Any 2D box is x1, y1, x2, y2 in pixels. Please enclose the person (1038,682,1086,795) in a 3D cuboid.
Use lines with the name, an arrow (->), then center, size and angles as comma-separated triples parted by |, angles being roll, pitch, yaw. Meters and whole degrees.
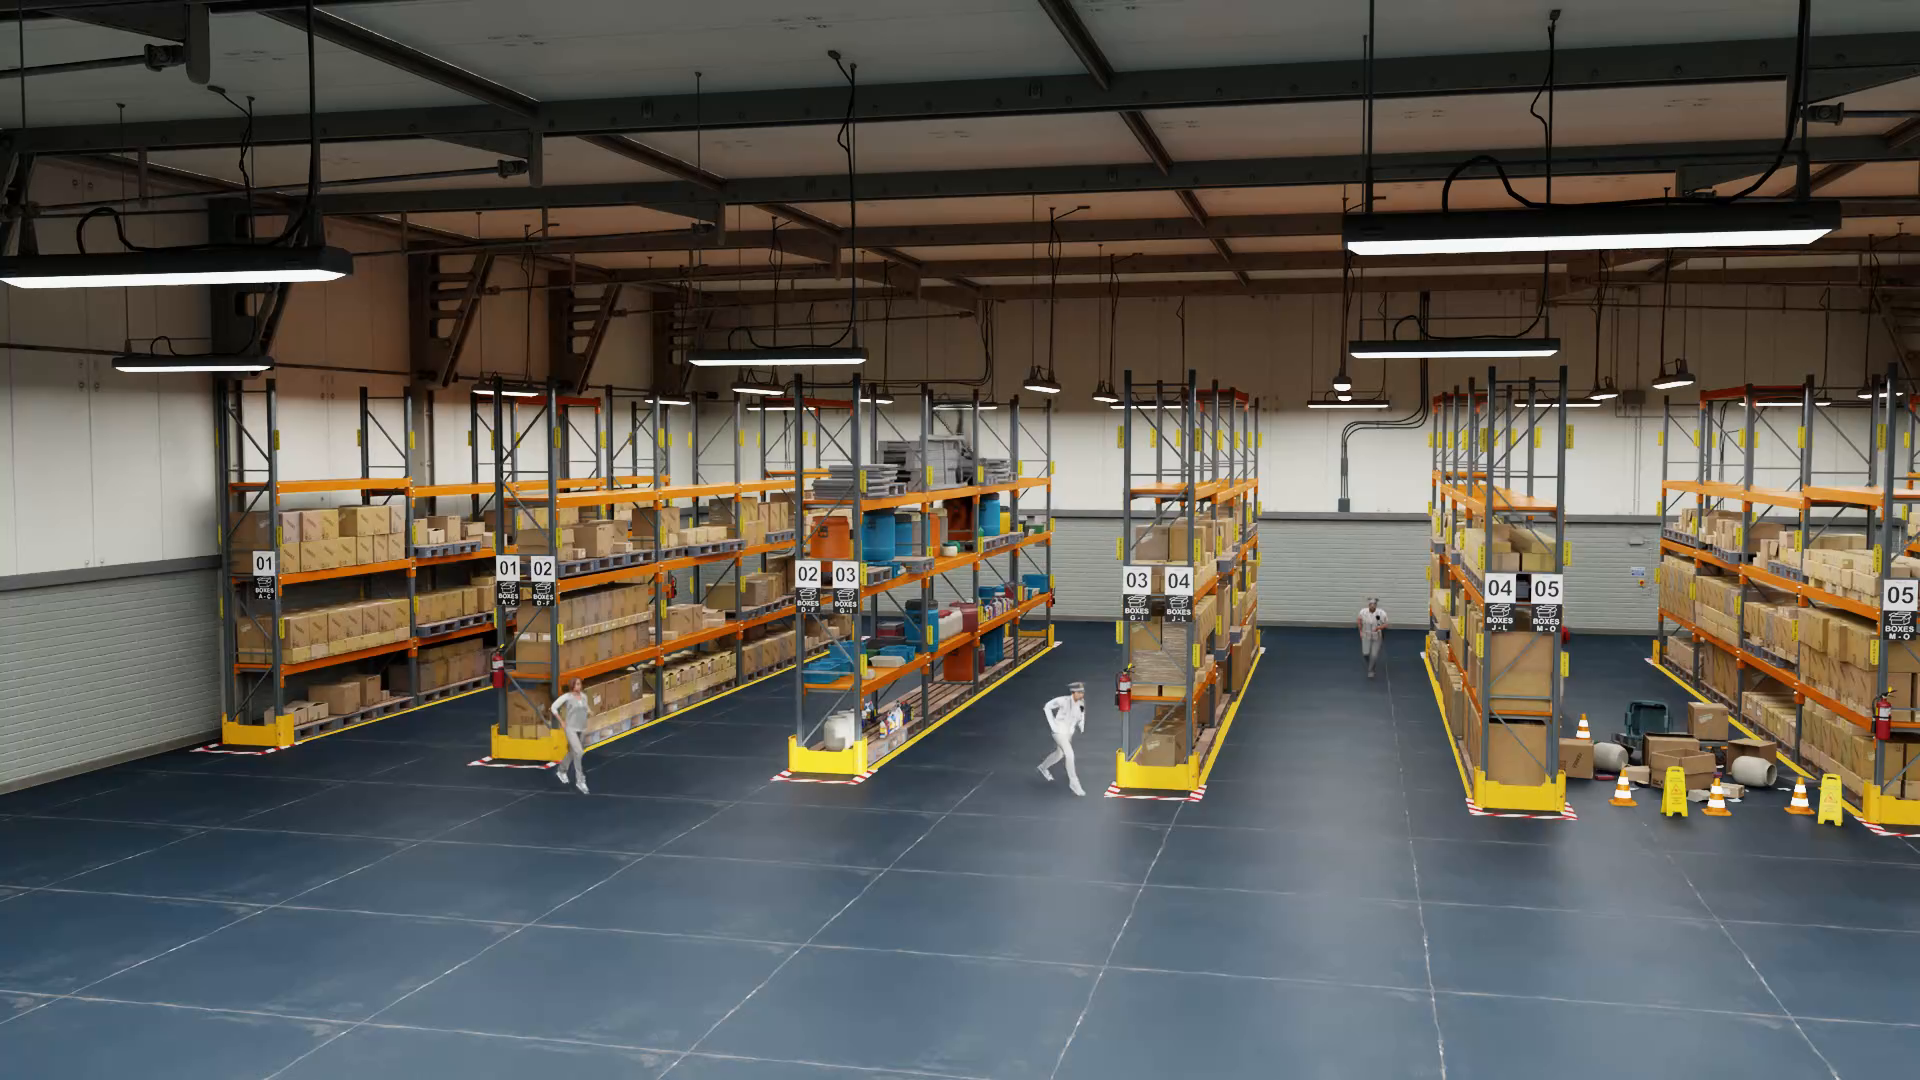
person -> 1.434, 2.802, 23.795 | 0.656, 1.628, 0.968 | -2, 4, -34

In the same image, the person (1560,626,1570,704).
person -> 11.207, 2.232, 31.424 | 0.650, 1.746, 0.959 | 1, 3, 9

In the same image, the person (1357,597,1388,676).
person -> 8.668, 2.037, 34.966 | 0.628, 1.708, 0.706 | 1, 4, 15

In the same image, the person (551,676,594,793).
person -> -5.540, 2.769, 23.839 | 0.755, 1.643, 0.527 | 2, 4, 34
